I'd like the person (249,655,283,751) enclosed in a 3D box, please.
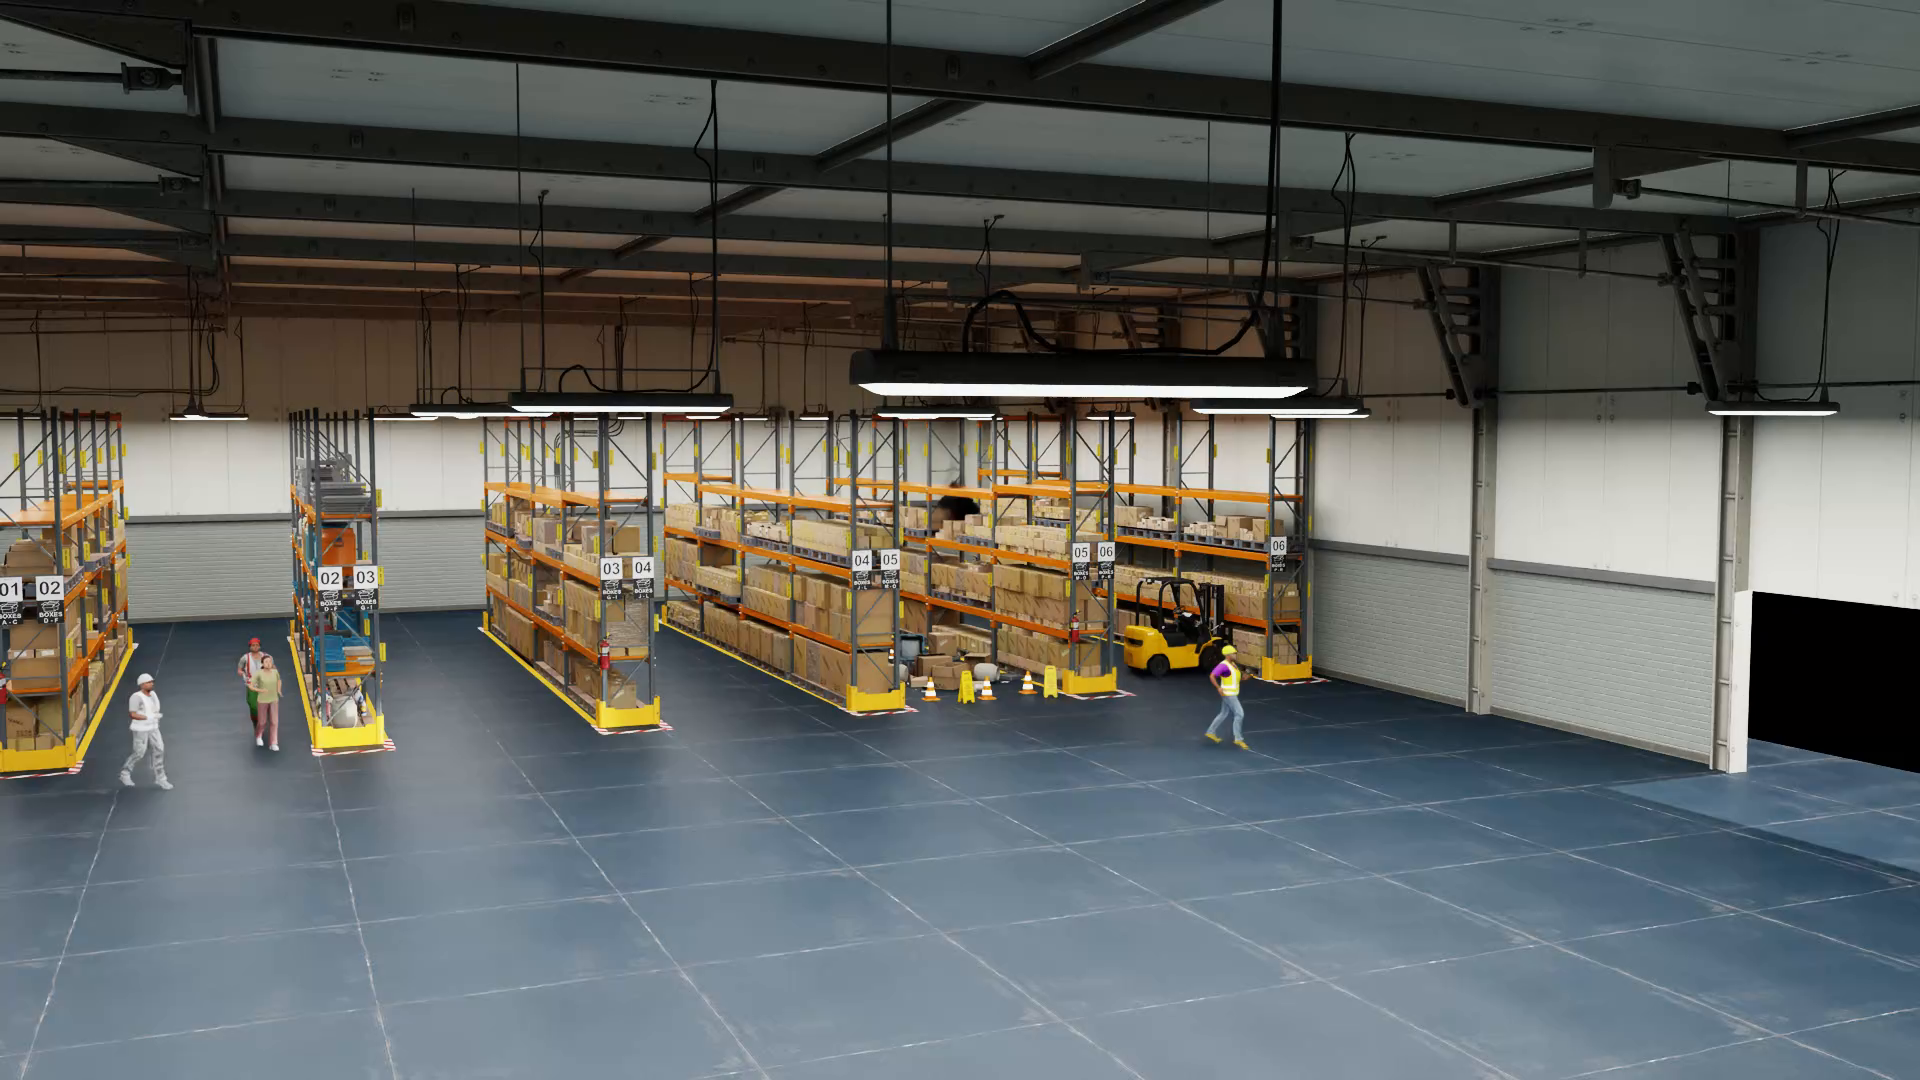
[{"bbox_3d":[-12.144,2.836,29.137,0.598,1.651,0.864,-3,5,-40],"label":"person"}]

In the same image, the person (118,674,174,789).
[{"bbox_3d":[-12.776,3.001,26.055,0.840,1.828,0.704,1,4,10],"label":"person"}]

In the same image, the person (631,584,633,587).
[{"bbox_3d":[-8.765,1.736,45.355,0.540,1.579,0.888,-2,4,-22],"label":"person"}]

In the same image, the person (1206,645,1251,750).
[{"bbox_3d":[4.749,2.771,29.406,0.820,1.821,0.677,1,4,18],"label":"person"}]

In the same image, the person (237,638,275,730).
[{"bbox_3d":[-13.025,2.688,30.813,0.648,1.740,0.598,-2,4,-26],"label":"person"}]
